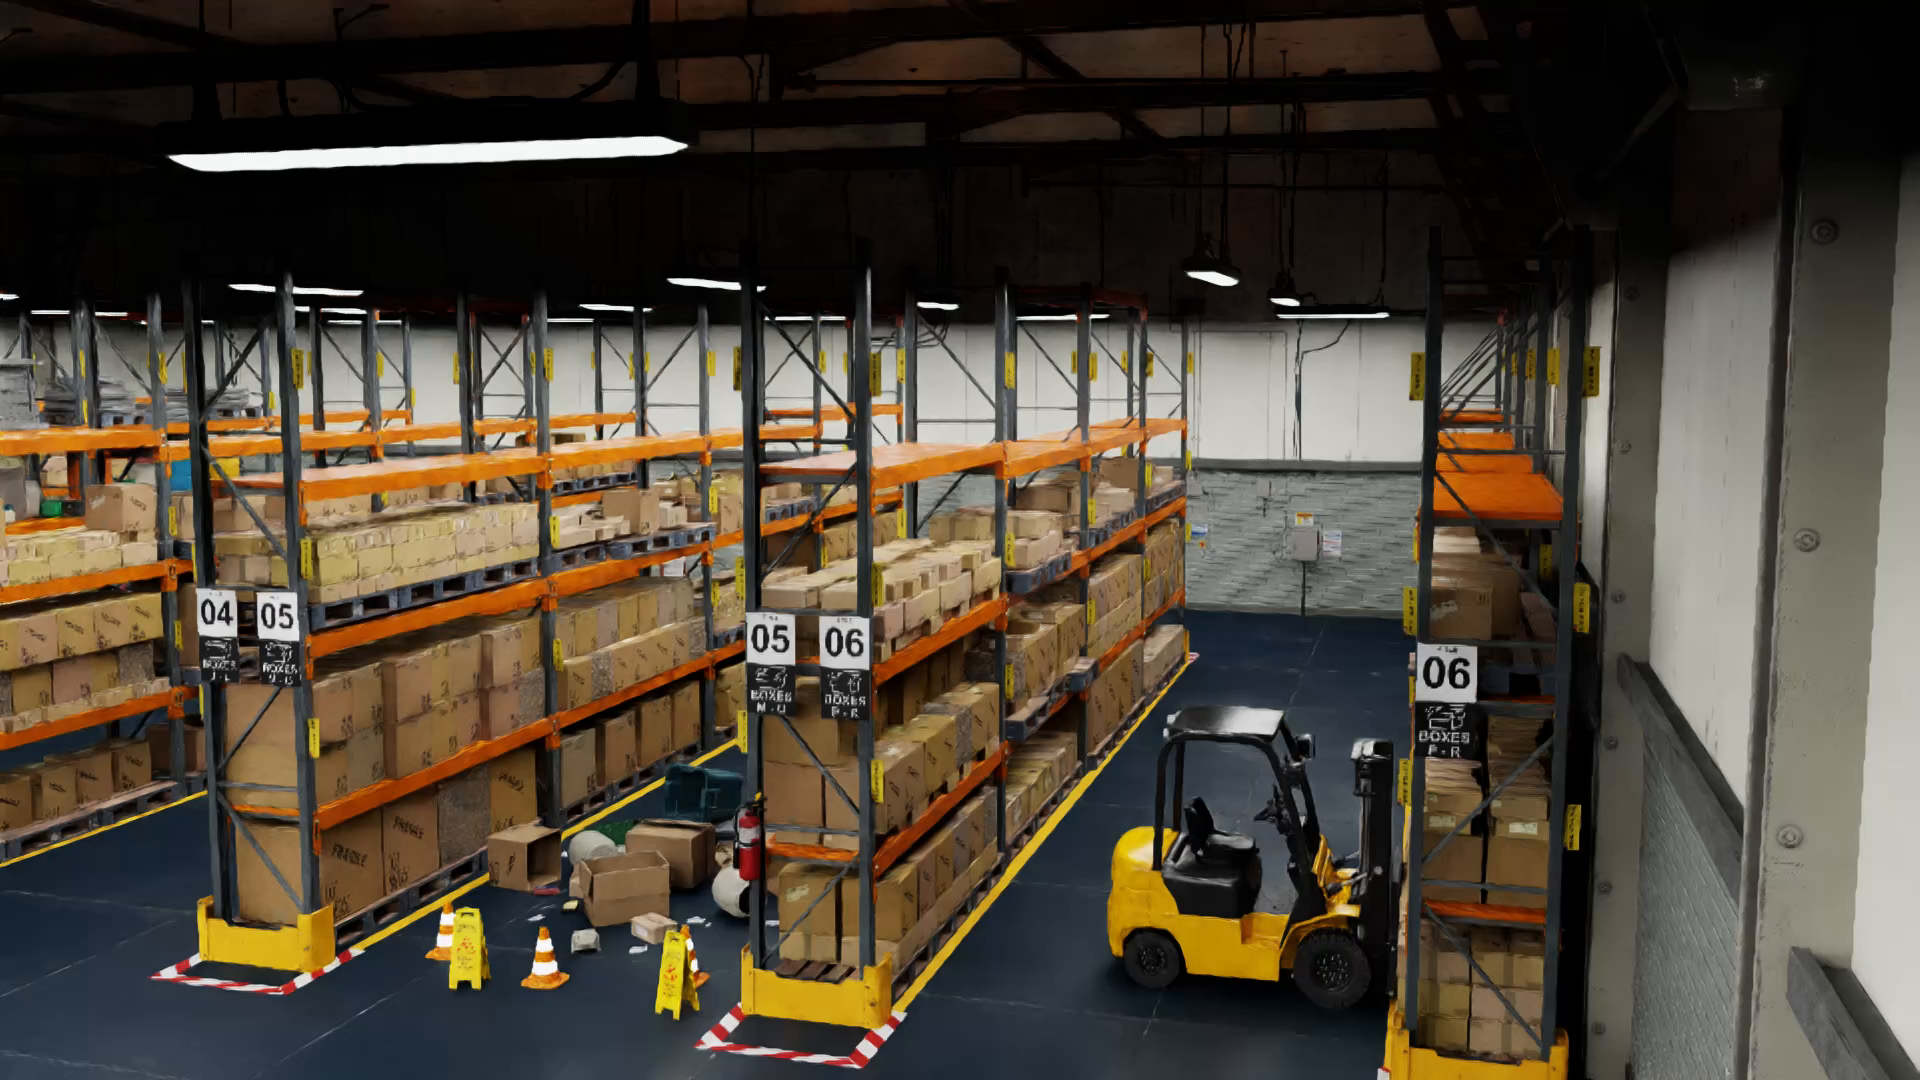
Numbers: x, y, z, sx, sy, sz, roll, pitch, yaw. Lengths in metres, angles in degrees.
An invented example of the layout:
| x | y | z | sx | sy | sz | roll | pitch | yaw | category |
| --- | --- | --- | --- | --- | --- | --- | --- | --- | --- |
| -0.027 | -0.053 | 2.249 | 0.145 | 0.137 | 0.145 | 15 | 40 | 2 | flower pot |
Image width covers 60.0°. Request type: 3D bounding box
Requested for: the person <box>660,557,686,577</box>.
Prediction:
| x | y | z | sx | sy | sz | roll | pitch | yaw | category |
| --- | --- | --- | --- | --- | --- | --- | --- | --- | --- |
| -5.436 | 0.717 | 31.837 | 0.724 | 1.755 | 0.540 | -6 | 8 | -41 | person |
